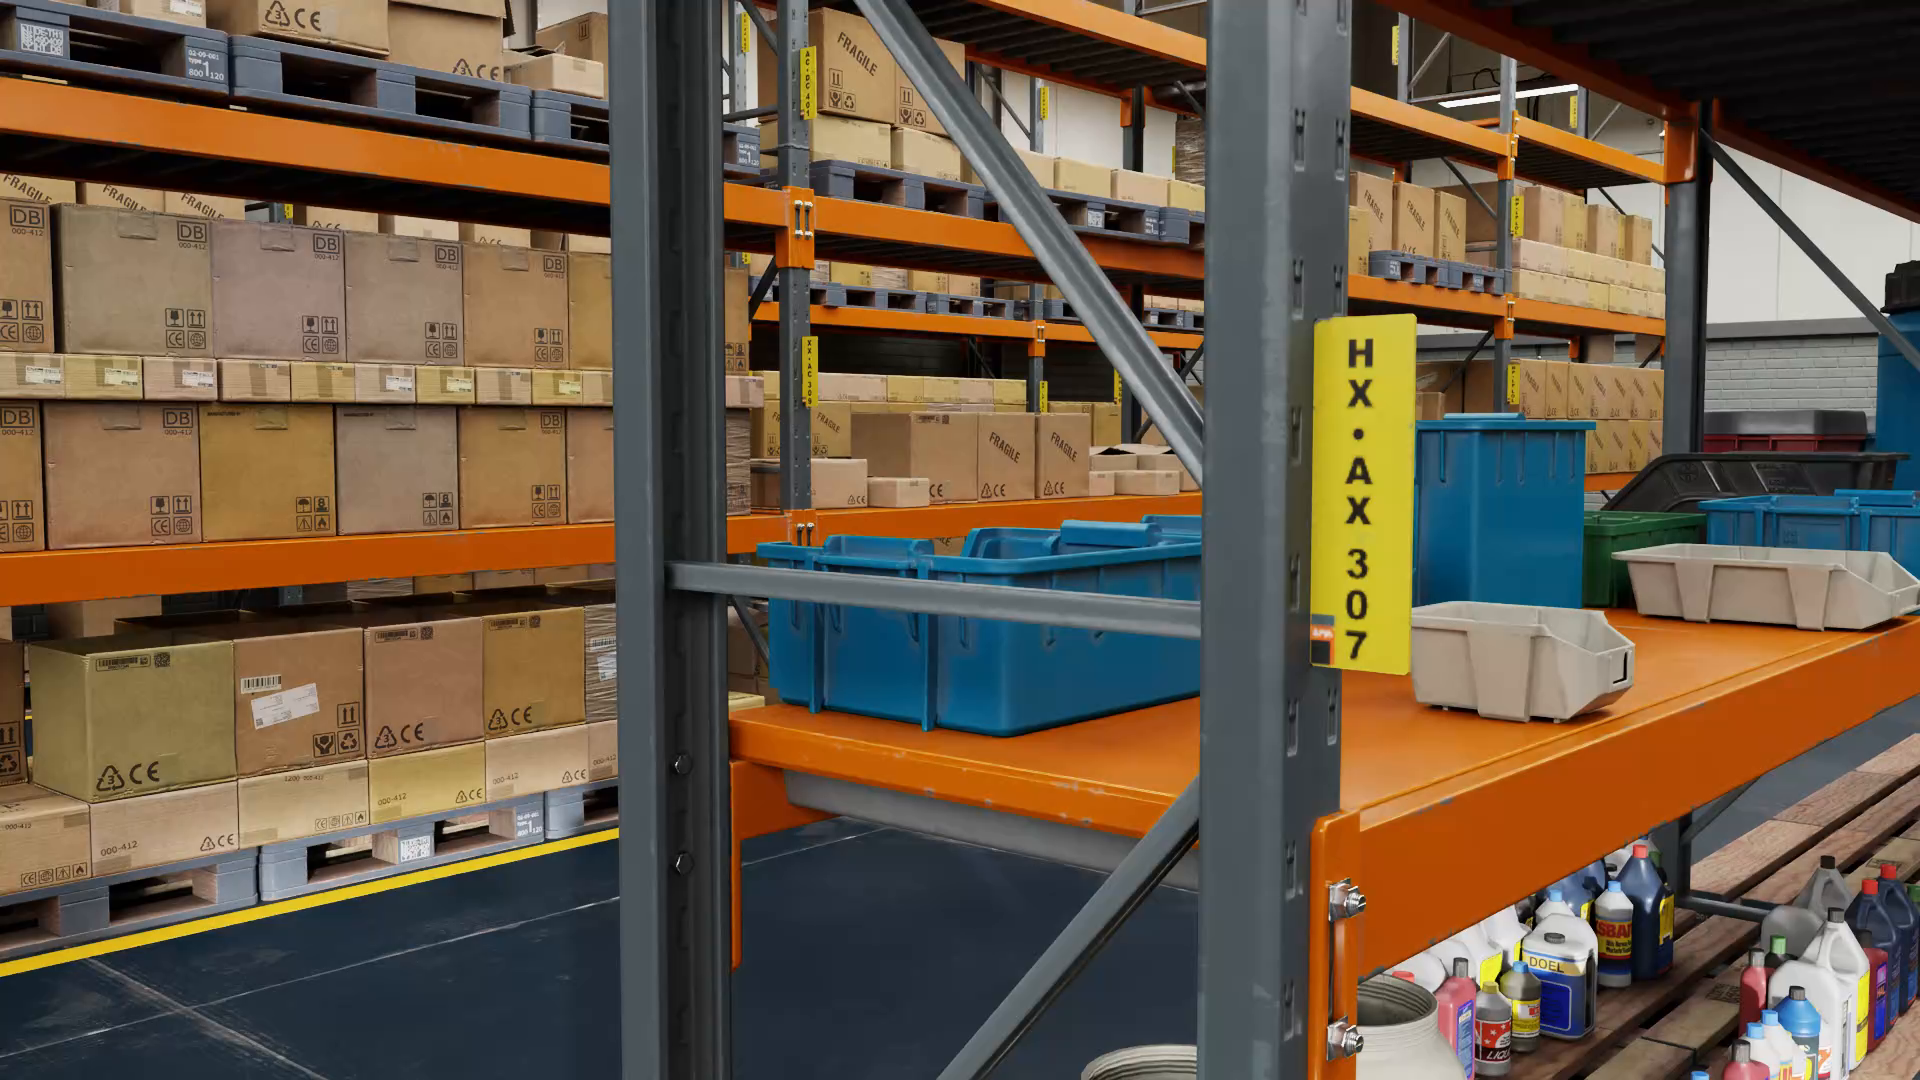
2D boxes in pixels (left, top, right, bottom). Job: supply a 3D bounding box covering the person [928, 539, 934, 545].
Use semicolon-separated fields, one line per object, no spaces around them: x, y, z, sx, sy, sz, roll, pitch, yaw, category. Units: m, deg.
-0.393;-0.033;14.235;0.461;1.593;0.364;3;5;41;person
